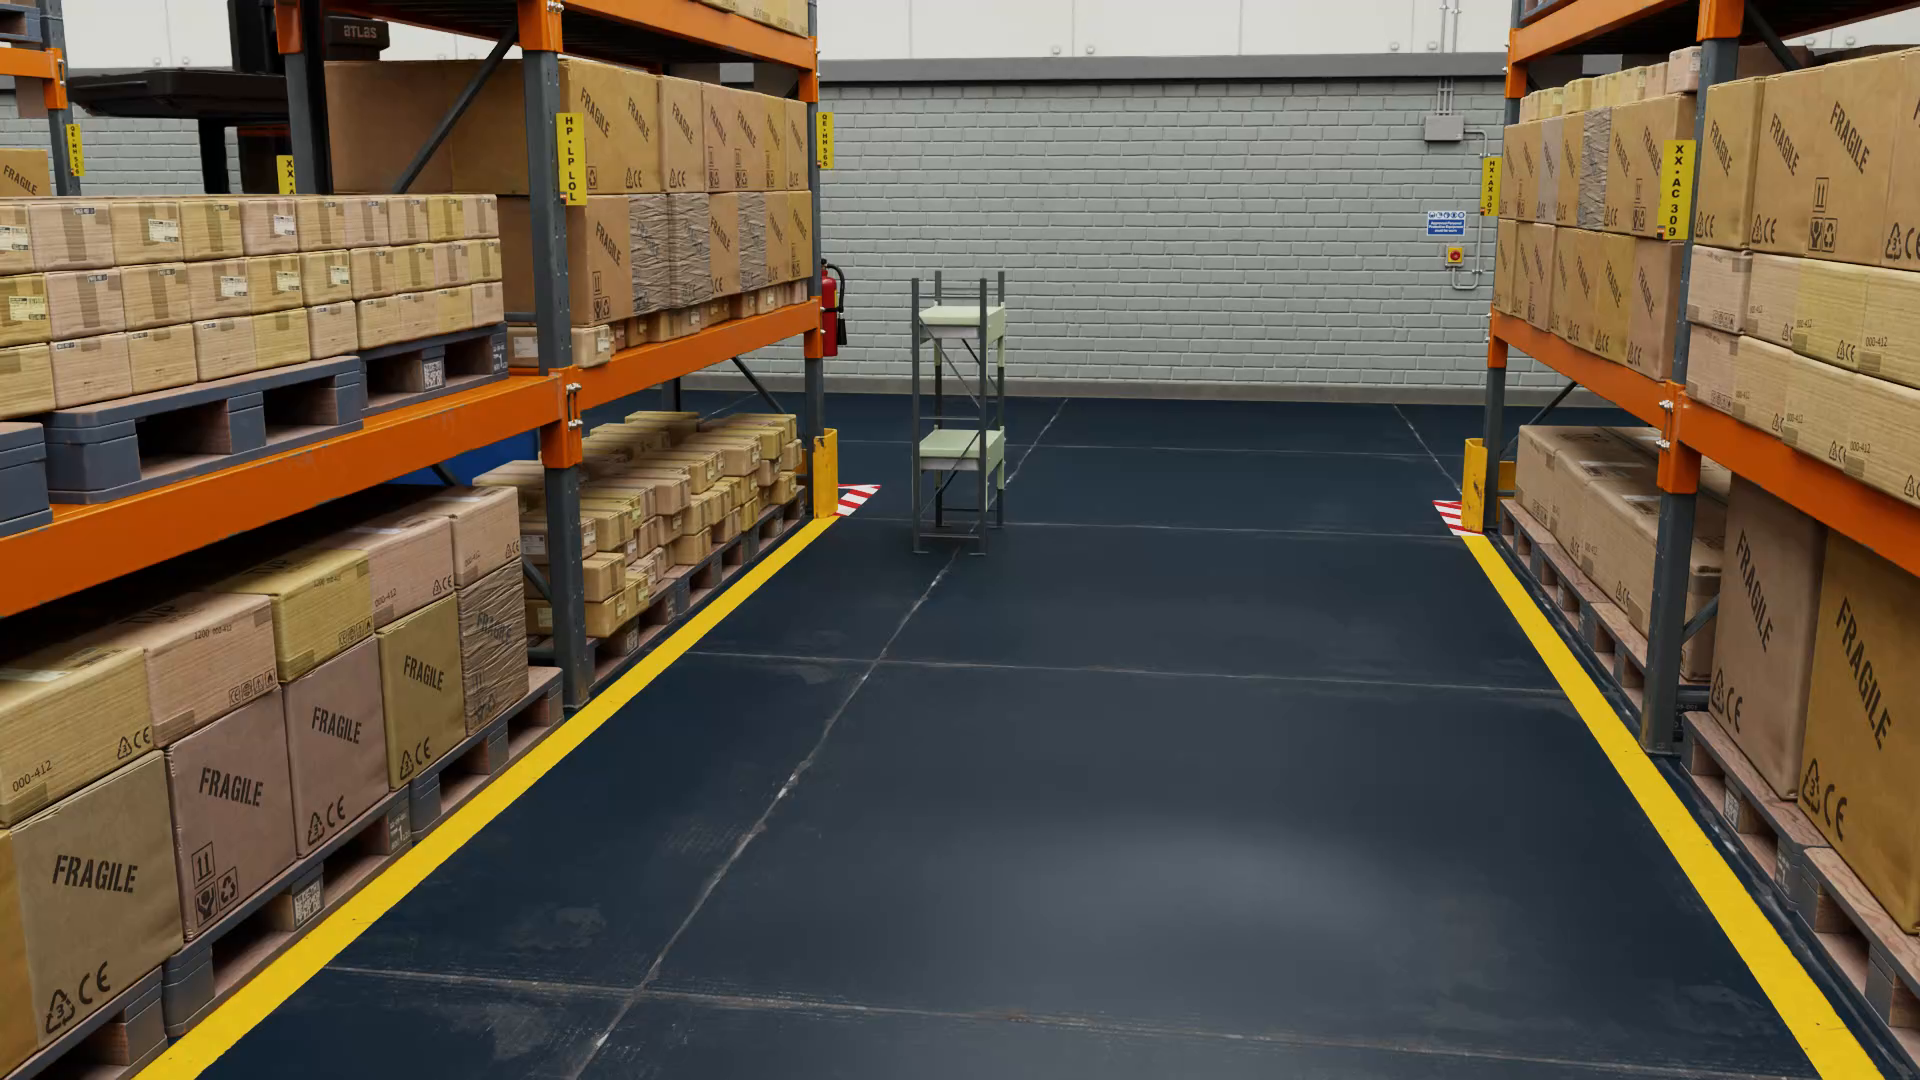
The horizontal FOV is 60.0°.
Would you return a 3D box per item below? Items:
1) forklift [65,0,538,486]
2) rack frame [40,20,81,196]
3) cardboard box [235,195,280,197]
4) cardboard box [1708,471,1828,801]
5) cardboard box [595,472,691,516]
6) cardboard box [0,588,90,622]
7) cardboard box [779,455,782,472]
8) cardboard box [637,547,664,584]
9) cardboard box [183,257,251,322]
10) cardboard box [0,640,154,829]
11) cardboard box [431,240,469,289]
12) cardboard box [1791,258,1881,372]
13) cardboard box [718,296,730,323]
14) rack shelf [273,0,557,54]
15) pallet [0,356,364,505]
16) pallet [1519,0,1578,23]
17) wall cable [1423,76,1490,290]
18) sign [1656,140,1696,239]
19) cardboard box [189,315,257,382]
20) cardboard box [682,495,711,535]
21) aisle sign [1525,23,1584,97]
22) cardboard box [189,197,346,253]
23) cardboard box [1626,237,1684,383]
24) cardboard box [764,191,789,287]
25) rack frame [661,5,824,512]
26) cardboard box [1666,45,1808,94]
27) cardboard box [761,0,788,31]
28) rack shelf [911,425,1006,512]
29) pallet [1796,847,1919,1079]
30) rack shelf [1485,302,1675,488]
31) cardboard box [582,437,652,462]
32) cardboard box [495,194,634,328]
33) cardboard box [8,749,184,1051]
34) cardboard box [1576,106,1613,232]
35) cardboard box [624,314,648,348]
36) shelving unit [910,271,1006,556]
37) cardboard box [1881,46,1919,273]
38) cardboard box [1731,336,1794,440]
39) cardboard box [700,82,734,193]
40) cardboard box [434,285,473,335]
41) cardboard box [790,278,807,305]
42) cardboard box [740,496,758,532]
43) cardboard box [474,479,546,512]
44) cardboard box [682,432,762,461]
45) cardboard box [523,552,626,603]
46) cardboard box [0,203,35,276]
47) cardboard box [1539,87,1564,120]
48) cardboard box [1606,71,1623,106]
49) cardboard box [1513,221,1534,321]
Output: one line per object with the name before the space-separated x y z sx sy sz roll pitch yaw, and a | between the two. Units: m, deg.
forklift | -3.698 -1.260 8.382 1.130 2.935 3.031 10 16 39
rack frame | -6.229 -1.847 10.945 1.000 3.000 0.127 2 12 9
cardboard box | -2.510 -1.081 5.575 0.380 0.149 0.250 2 12 10
cardboard box | 2.932 0.272 5.160 0.875 0.875 0.875 2 12 10
cardboard box | -1.472 -0.215 7.730 0.380 0.149 0.250 2 12 10
cardboard box | -2.567 0.288 4.192 0.500 0.250 0.500 2 12 10
cardboard box | -1.236 -0.451 9.529 0.380 0.149 0.250 2 12 7
cardboard box | -1.567 0.127 7.555 0.380 0.149 0.250 2 12 7
cardboard box | -2.067 -0.647 4.267 0.380 0.149 0.250 2 12 11
cardboard box | -2.150 0.409 3.633 0.500 0.250 0.500 2 12 8
cardboard box | -1.864 -0.917 5.520 0.380 0.149 0.250 2 12 9
cardboard box | 2.446 -0.568 4.180 0.500 0.250 0.500 2 12 9
cardboard box | -1.399 -1.200 8.539 0.380 0.149 0.250 1 12 6
rack shelf | -2.266 -1.531 4.065 1.077 0.370 4.000 2 12 9
pallet | -2.310 -0.320 4.312 1.003 0.211 1.213 2 12 9
pallet | 3.460 -2.794 8.430 1.003 0.211 1.213 2 12 9
wall cable | 4.408 -3.213 14.794 0.585 1.953 0.123 2 12 9
sign | 2.400 -1.173 5.573 0.100 0.325 0.005 2 12 9
cardboard box | -2.062 -0.499 4.290 0.380 0.149 0.250 1 12 7
cardboard box | -1.423 -0.125 8.020 0.380 0.149 0.250 2 12 8
aisle sign | 3.288 -2.821 9.294 0.394 0.787 0.004 2 12 9
cardboard box | -1.991 -0.901 4.740 0.380 0.149 0.250 1 12 7
cardboard box | 2.767 -0.847 6.067 0.500 0.500 0.500 2 12 9
cardboard box | -1.242 -1.651 9.090 0.500 0.500 0.500 2 12 8
rack frame | -1.343 -1.665 10.101 1.000 3.000 0.127 2 12 9
cardboard box | 2.681 -1.623 5.752 0.380 0.149 0.250 2 12 7
cardboard box | -1.223 -2.849 8.828 0.500 0.250 0.500 2 12 9
rack shelf | -0.001 -0.413 9.398 0.431 0.370 0.720 2 12 9
pallet | 2.719 1.087 3.946 1.003 0.211 1.213 2 12 9
rack shelf | 3.256 -0.758 7.599 1.077 0.370 4.000 2 12 9
cardboard box | -1.857 -0.449 8.813 0.380 0.149 0.250 2 12 11
cardboard box | -1.633 -1.122 6.636 0.500 0.500 0.500 2 12 8
cardboard box | -2.139 0.773 3.724 0.500 0.500 0.500 2 12 9
cardboard box | 2.903 -1.550 6.954 0.500 0.500 0.500 2 12 9
cardboard box | -1.589 -0.928 7.276 0.380 0.149 0.250 1 12 6
shelving unit | -0.001 -0.732 9.329 0.431 1.500 0.755 2 12 9
cardboard box | 2.393 -0.830 3.613 0.500 0.500 0.500 2 12 8
cardboard box | 2.542 -0.429 4.721 0.500 0.250 0.500 2 12 7
cardboard box | -1.395 -1.921 7.970 0.500 0.500 0.500 1 12 7
cardboard box | -1.863 -0.772 5.555 0.380 0.149 0.250 2 12 9
cardboard box | -1.114 -1.466 9.770 0.380 0.149 0.250 2 12 9
cardboard box | -1.286 -0.145 8.815 0.380 0.149 0.250 1 12 6
cardboard box | -2.013 -0.176 7.547 0.380 0.149 0.250 2 12 11
cardboard box | -1.286 -0.489 9.001 0.380 0.149 0.250 1 12 6
cardboard box | -1.586 0.145 6.764 0.380 0.149 0.250 2 12 11
cardboard box | -2.189 -0.625 3.463 0.380 0.149 0.250 1 12 6
cardboard box | 3.089 -2.153 8.215 0.380 0.149 0.250 1 12 7
cardboard box | 2.940 -1.887 6.977 0.380 0.149 0.250 2 12 7
cardboard box | 3.156 -1.378 8.531 0.500 0.500 0.500 2 12 8
